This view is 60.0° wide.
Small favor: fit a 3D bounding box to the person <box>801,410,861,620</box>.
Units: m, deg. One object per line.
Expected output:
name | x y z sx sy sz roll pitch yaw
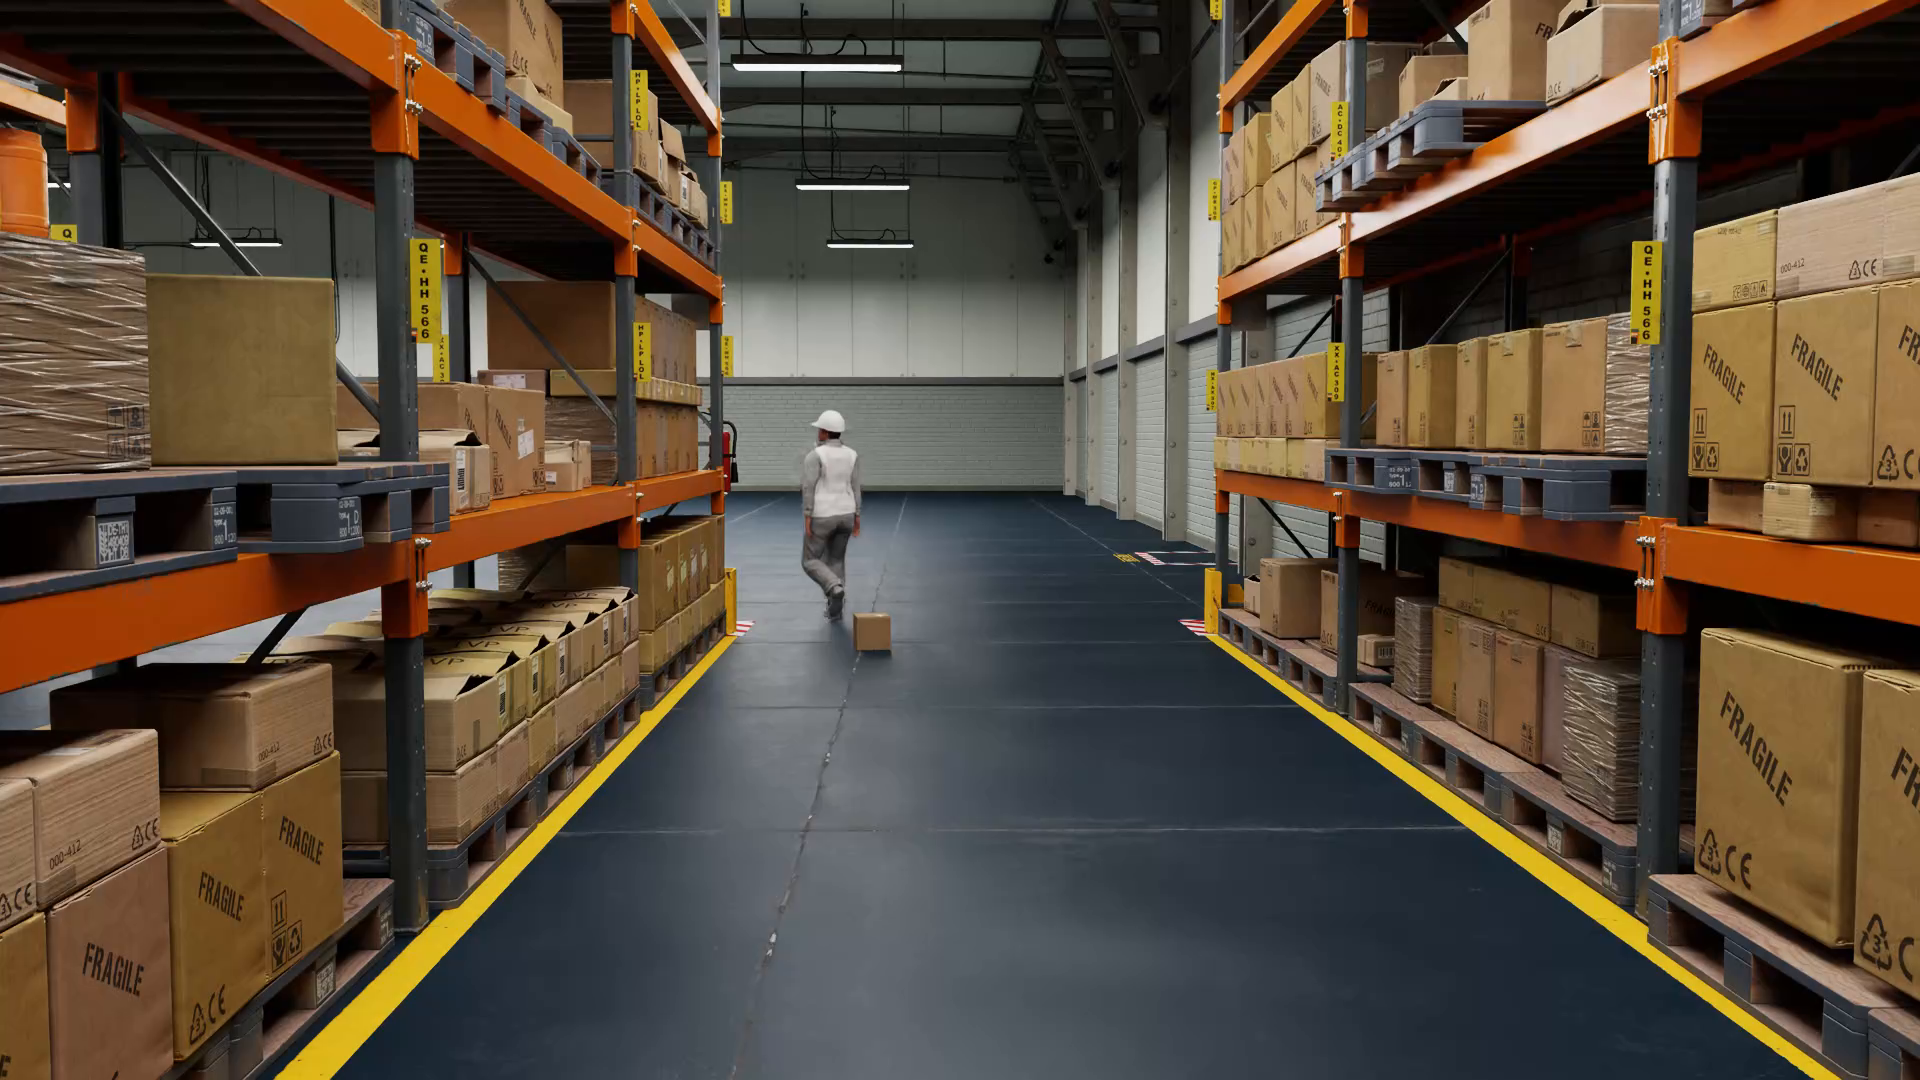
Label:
person | -1.077 -0.201 13.876 0.563 1.755 0.627 -3 4 -34
